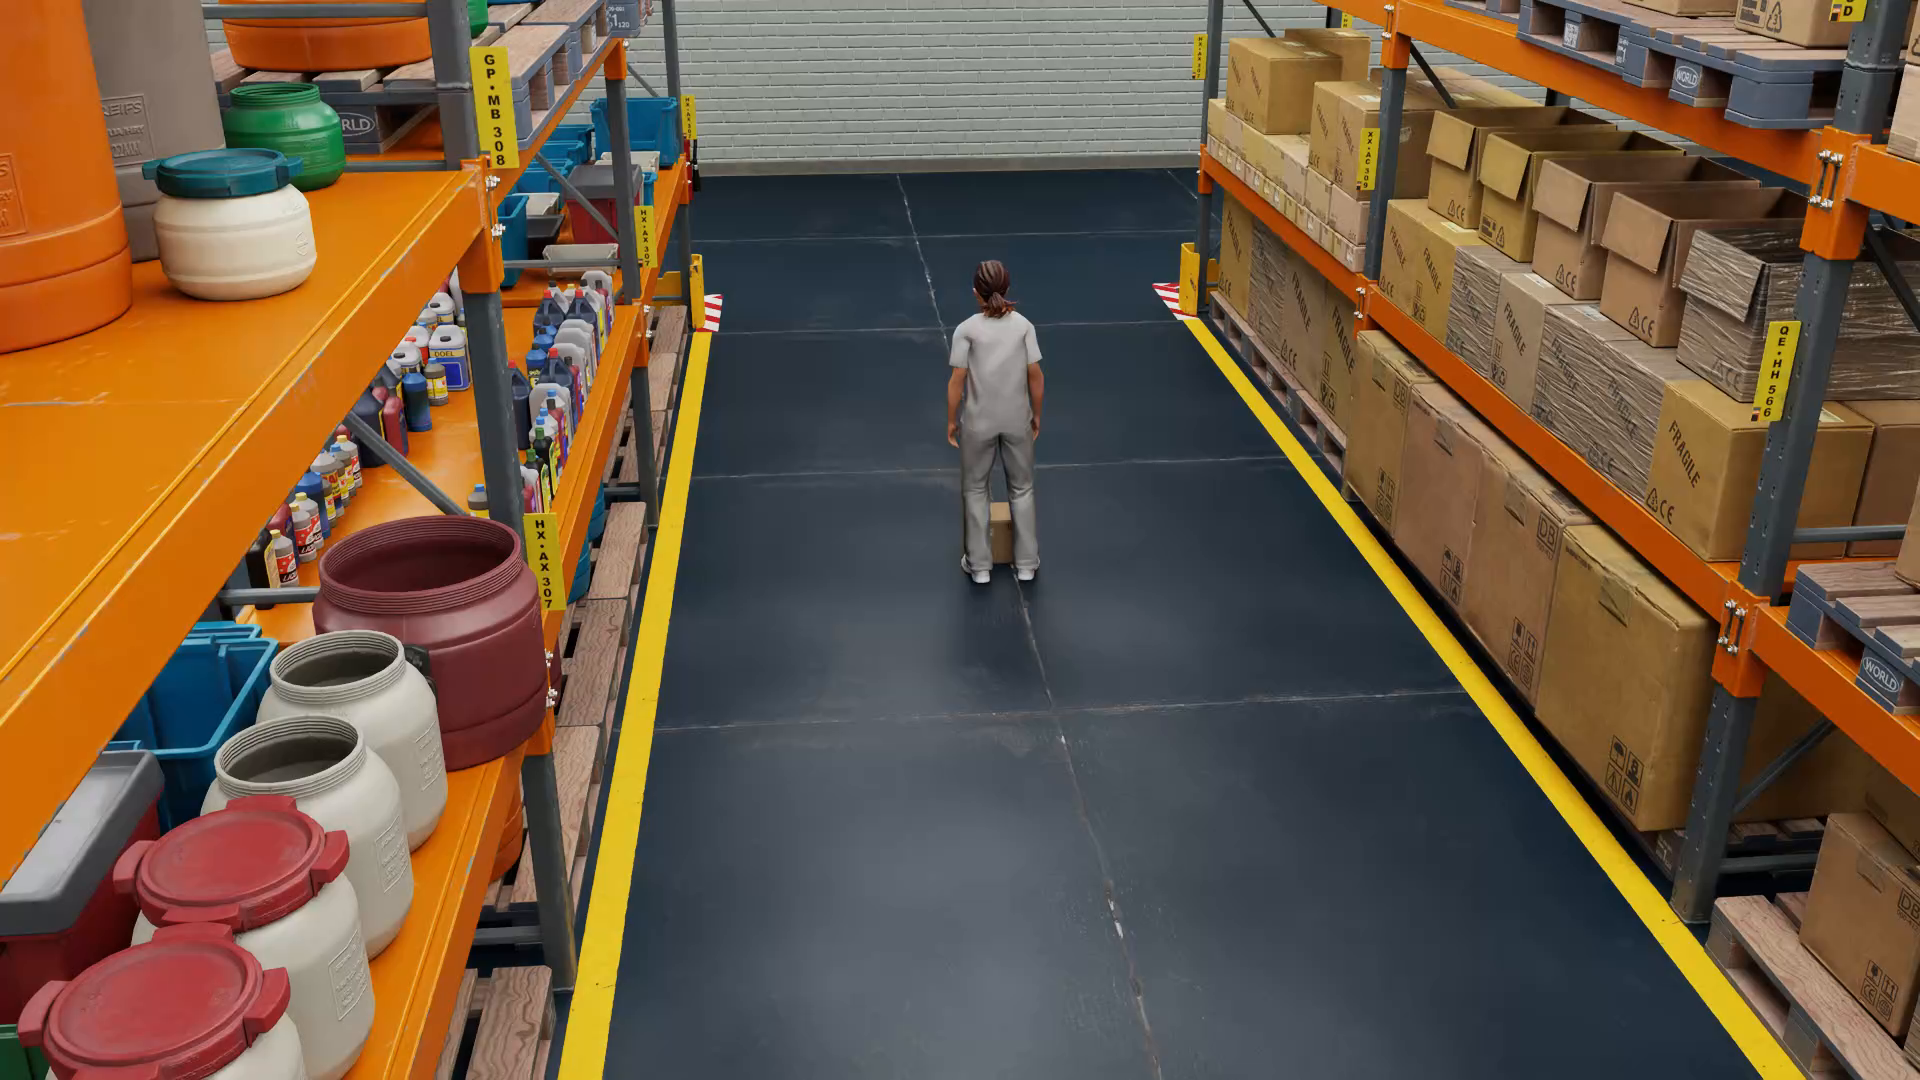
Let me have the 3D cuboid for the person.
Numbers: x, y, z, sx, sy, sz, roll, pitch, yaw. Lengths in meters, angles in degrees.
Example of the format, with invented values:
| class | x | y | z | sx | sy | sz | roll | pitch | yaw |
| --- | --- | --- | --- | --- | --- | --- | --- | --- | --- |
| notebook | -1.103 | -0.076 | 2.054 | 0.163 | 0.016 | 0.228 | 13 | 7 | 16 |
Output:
| class | x | y | z | sx | sy | sz | roll | pitch | yaw |
| --- | --- | --- | --- | --- | --- | --- | --- | --- | --- |
| person | 0.186 | -0.588 | 8.435 | 0.514 | 1.672 | 0.356 | -4 | 24 | -8 |
